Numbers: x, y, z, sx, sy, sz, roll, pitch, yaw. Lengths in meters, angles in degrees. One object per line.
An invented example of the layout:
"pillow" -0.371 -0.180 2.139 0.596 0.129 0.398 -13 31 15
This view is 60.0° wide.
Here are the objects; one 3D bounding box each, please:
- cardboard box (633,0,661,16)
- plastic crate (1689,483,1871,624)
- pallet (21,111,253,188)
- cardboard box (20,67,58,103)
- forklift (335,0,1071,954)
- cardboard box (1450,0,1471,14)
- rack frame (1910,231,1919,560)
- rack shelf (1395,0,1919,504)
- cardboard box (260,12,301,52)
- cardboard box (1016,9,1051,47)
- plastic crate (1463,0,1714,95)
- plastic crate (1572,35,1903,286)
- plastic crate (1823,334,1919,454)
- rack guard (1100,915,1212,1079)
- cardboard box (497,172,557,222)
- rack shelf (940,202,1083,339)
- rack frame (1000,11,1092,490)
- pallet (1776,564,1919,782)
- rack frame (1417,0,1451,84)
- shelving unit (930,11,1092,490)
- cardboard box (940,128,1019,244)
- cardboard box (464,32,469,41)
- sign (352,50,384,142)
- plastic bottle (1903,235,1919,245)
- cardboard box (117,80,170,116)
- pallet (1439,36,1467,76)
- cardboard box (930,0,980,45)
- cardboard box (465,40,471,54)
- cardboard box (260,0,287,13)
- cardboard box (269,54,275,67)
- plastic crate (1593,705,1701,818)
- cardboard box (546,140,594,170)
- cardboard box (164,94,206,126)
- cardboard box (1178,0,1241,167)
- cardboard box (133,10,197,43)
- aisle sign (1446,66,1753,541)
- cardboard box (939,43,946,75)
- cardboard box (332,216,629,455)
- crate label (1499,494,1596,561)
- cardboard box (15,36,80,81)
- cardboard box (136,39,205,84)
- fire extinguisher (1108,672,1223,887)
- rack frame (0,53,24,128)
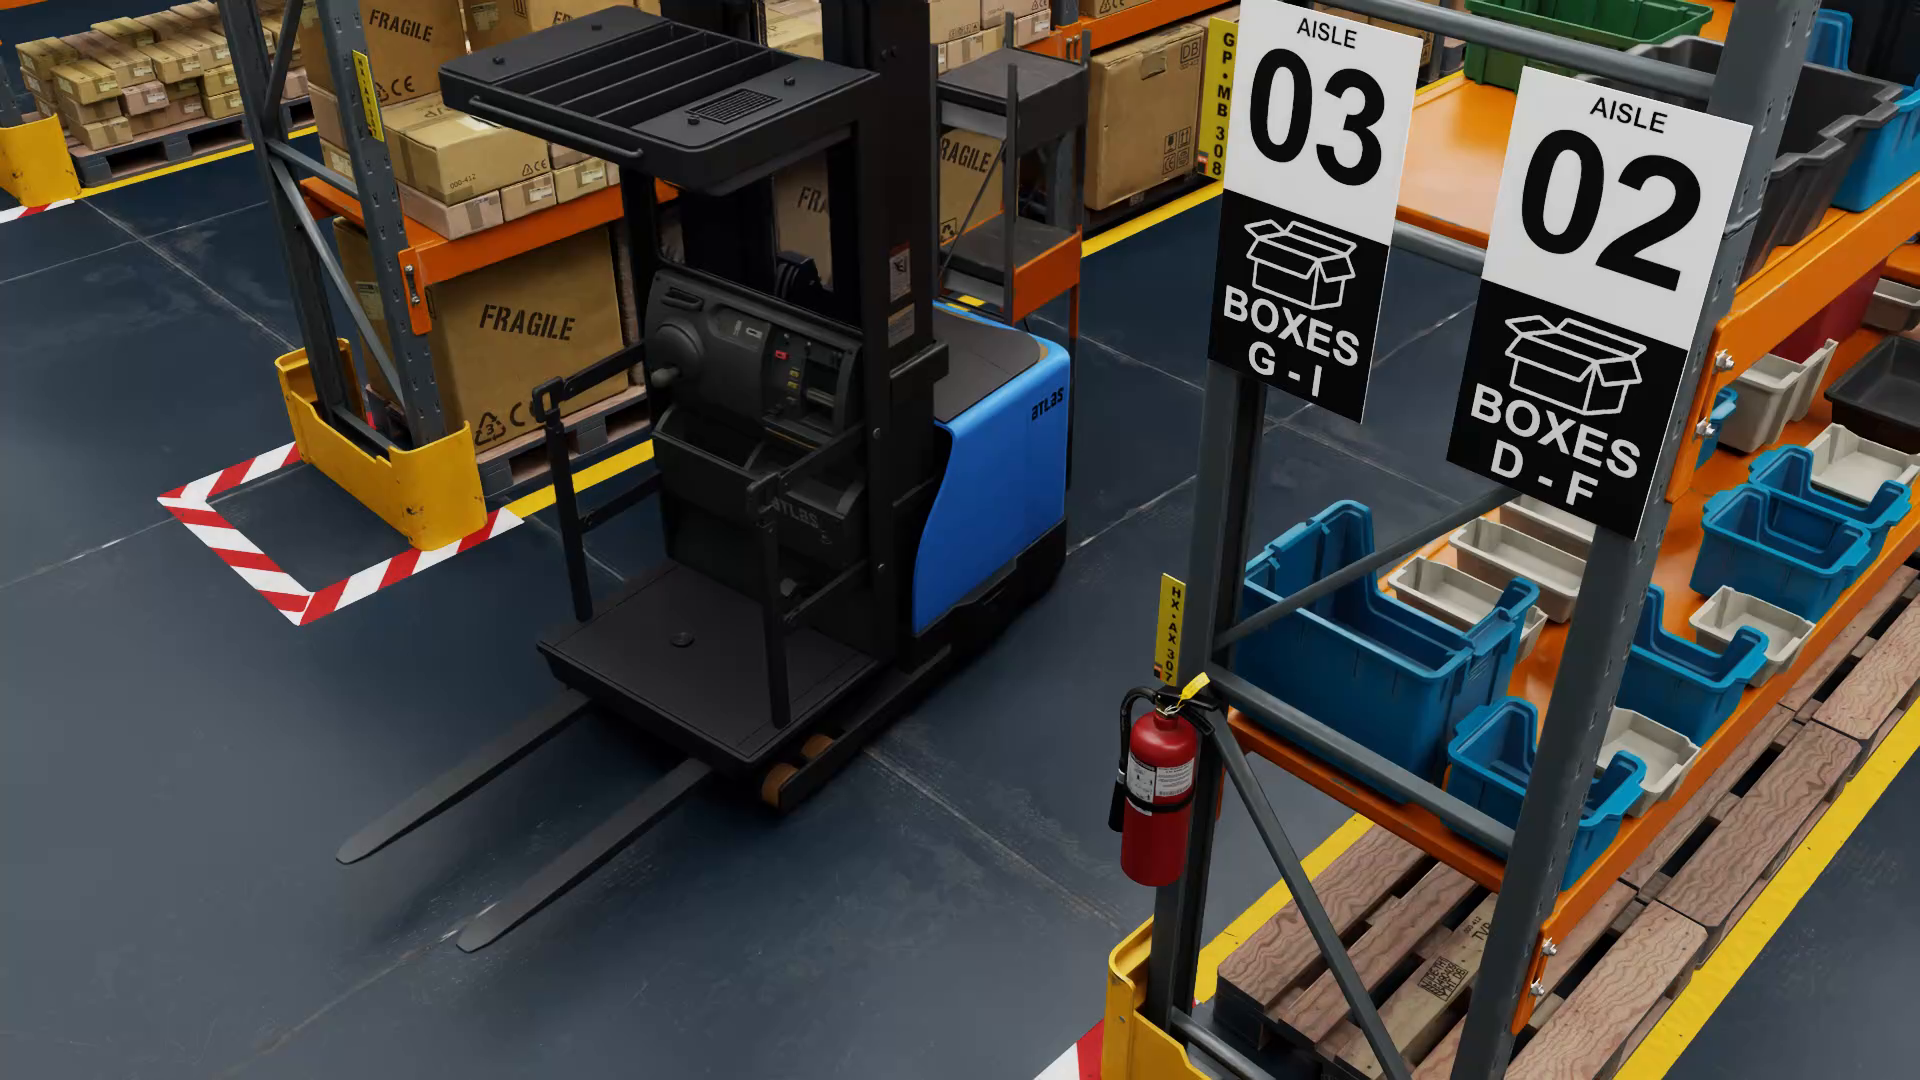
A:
"cardboard box" -1.337 -2.350 7.212 0.500 0.500 0.500 28 44 34
"plastic crate" 2.270 0.059 4.638 0.416 0.233 0.300 30 45 35
"pallet" -5.377 -2.722 10.969 1.003 0.211 1.213 30 45 35
"cardboard box" -5.859 -2.974 10.757 0.380 0.149 0.250 28 44 34
"forklift" -0.846 -0.566 5.500 1.130 2.935 3.031 24 41 30
"cardboard box" 3.515 -4.162 12.397 0.700 0.500 0.500 27 43 33
"rack frame" 3.753 -1.107 6.215 1.000 3.000 0.127 30 45 35
"rack shelf" 2.344 -1.231 4.399 1.077 0.370 4.000 30 45 35
"cardboard box" -4.505 -3.385 11.086 0.250 0.149 0.380 -29 44 -35
"cardboard box" 0.256 -2.745 8.783 0.250 0.149 0.380 -30 45 -35
"plastic crate" 1.427 -1.142 3.829 0.450 0.188 0.336 30 45 35
"plastic crate" 1.404 -0.704 3.130 0.497 0.269 0.590 30 45 35
"plastic crate" 3.155 -0.456 5.470 0.437 0.125 0.590 30 45 35
"rack guard" 0.927 1.557 4.581 1.175 0.500 0.348 30 45 35
"cardboard box" -1.916 -1.493 6.987 0.380 0.149 0.250 29 44 35
"rack shelf" 0.195 -1.041 6.930 0.431 0.518 0.480 24 41 30
"rack frame" 0.342 -1.163 7.082 0.400 2.100 0.015 24 41 30
"pallet" 3.263 0.351 6.563 1.003 0.211 1.213 30 45 35
"rack frame" 3.057 -4.727 11.406 1.000 3.000 0.127 30 45 35
"shelving unit" 0.195 -1.052 6.922 0.431 2.100 0.503 24 41 30
"cardboard box" -0.283 -2.169 9.228 0.875 0.875 0.875 30 45 35
"cardboard box" -3.627 -3.645 11.979 0.380 0.149 0.250 28 44 34
"sign" -2.190 -1.641 6.155 0.100 0.325 0.005 30 45 35
"plastic bottle" 3.802 -1.347 6.667 0.152 0.276 0.135 30 45 35
"cardboard box" -5.244 -2.842 10.568 0.380 0.149 0.250 29 44 35
"pallet" 3.608 -3.900 12.658 1.003 0.211 1.213 30 45 35
"cardboard box" -0.249 -2.668 8.324 0.500 0.250 0.500 -28 44 -34
"cardboard box" -2.069 -2.050 7.438 0.500 0.250 0.500 29 44 35
"cardboard box" -4.719 -3.710 11.553 0.250 0.149 0.380 -30 45 -35
"cardboard box" -4.757 -3.184 11.058 0.380 0.149 0.250 27 43 33
"plastic crate" 1.628 0.536 4.038 0.250 0.136 0.298 30 45 35
"cardboard box" -1.688 -1.840 7.137 0.500 0.250 0.500 29 44 35
"cardboard box" -5.136 -2.849 10.838 0.250 0.149 0.380 -29 44 -35
"cardboard box" 1.304 -3.035 10.470 1.225 0.875 0.875 28 44 34
"cardboard box" -5.298 -3.398 11.106 0.380 0.149 0.250 28 43 34
"aisle sign" 1.095 -0.401 2.930 0.394 0.787 0.004 30 45 35
"cardboard box" -0.287 -2.432 8.334 0.250 0.149 0.380 -29 44 -35
"cardboard box" -2.186 -1.073 7.656 0.875 0.875 0.875 30 45 35
"crate label" 1.775 -0.039 4.861 0.396 0.136 0.243 30 45 35
"cardboard box" -5.835 -3.084 10.655 0.250 0.149 0.380 -29 44 -35
"cardboard box" -5.041 -3.053 10.611 0.380 0.149 0.250 29 44 35
"fire extinguisher" 0.506 0.579 4.191 0.296 0.674 0.183 30 45 35
"rack frame" -6.028 -3.520 9.675 1.000 3.000 0.127 30 45 35
